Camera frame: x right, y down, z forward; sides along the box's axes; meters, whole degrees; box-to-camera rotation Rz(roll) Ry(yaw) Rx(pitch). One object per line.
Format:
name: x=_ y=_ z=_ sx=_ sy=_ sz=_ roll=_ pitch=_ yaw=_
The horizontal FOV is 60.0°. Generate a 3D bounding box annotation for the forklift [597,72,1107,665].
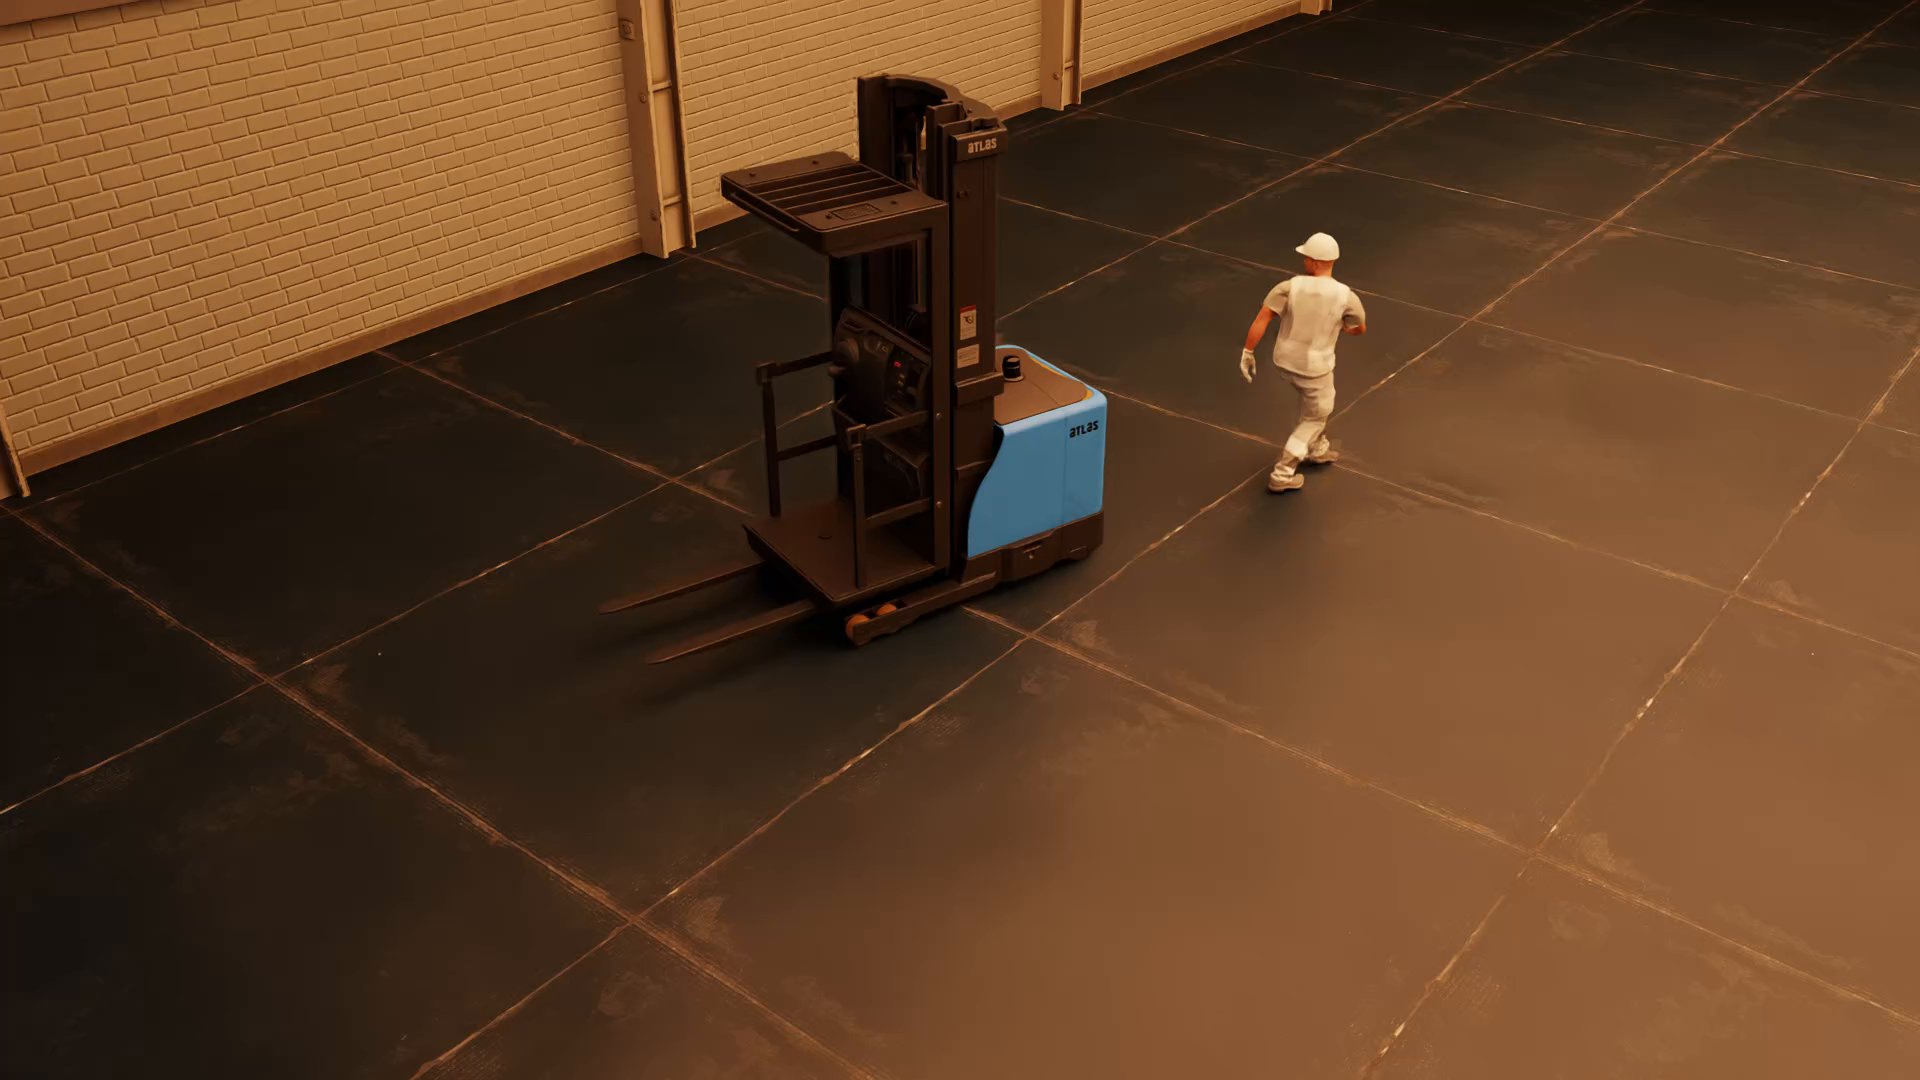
forklift: x=-0.616 y=-0.975 z=9.263 sx=3.031 sy=2.935 sz=1.130 roll=-19 pitch=35 yaw=-29

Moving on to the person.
person: x=2.279 y=-1.154 z=10.805 sx=0.570 sy=1.732 sz=0.960 roll=24 pitch=38 yaw=34
